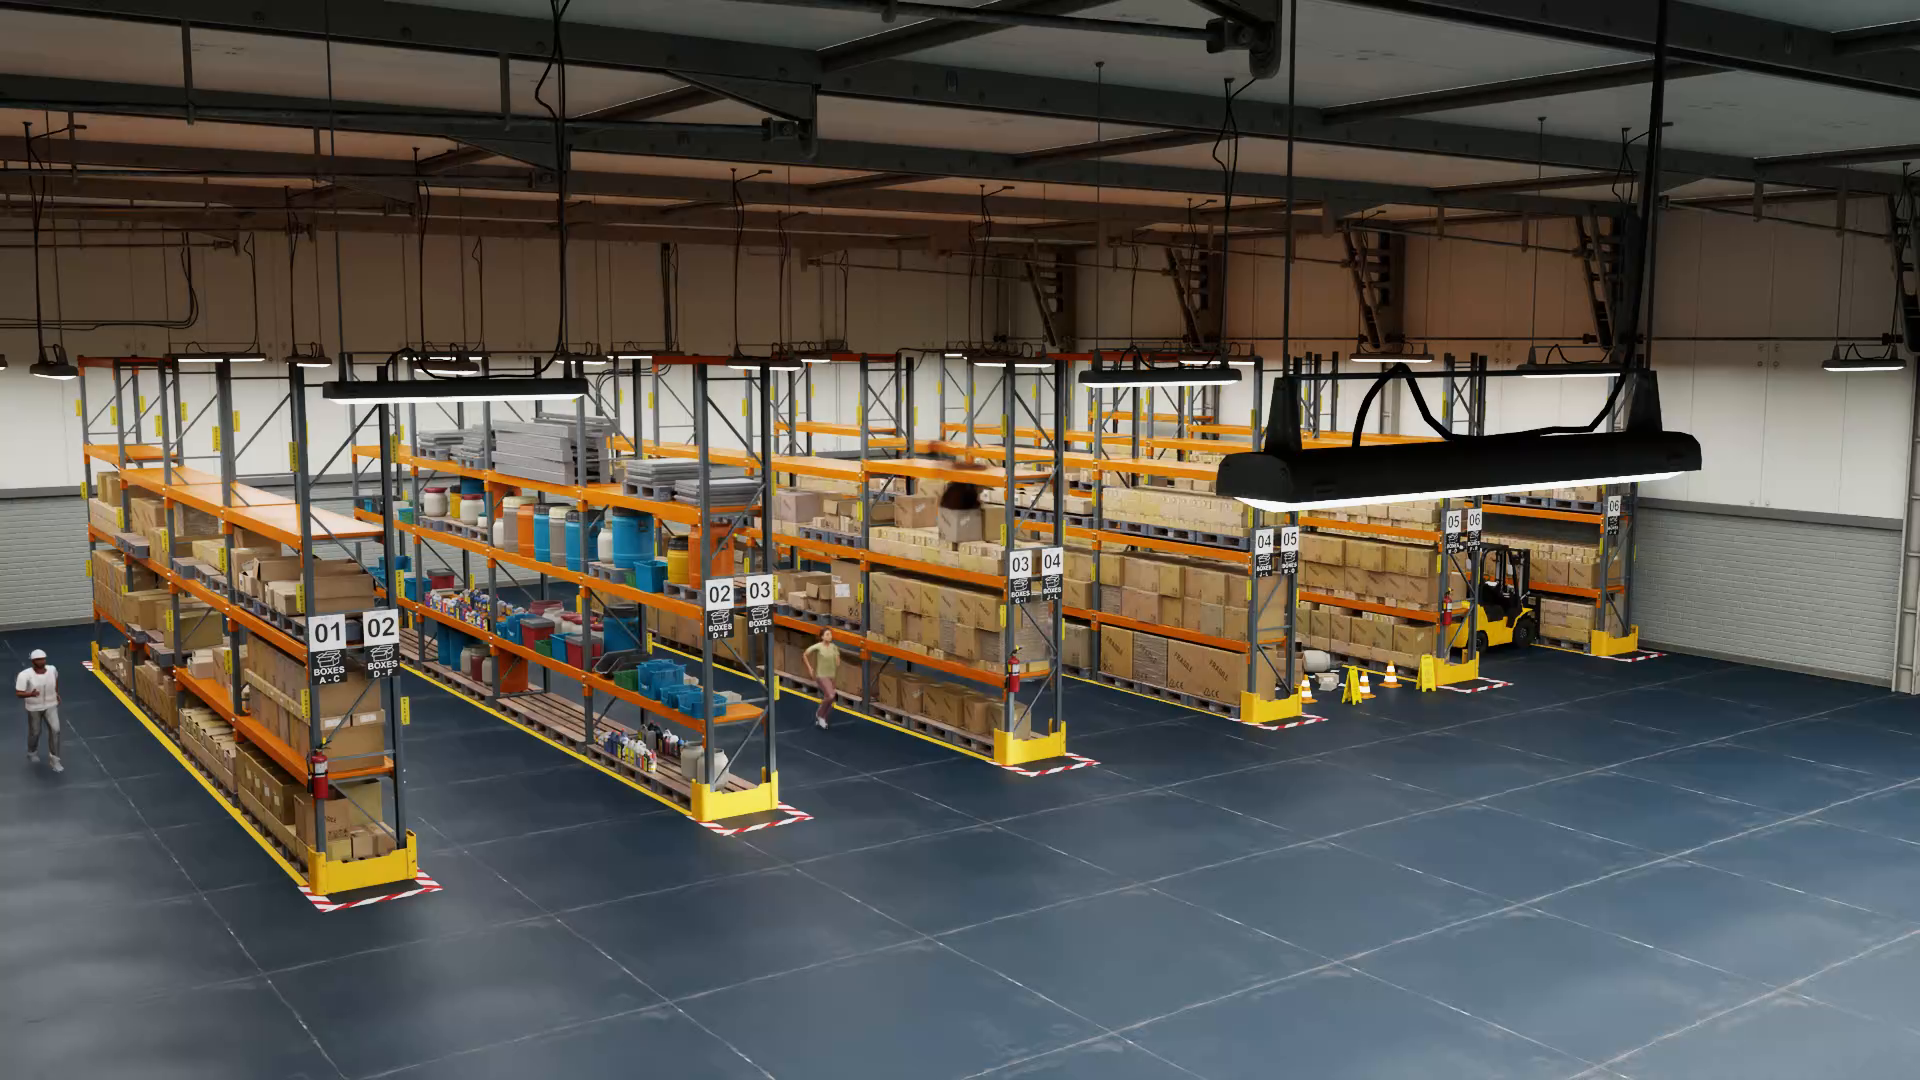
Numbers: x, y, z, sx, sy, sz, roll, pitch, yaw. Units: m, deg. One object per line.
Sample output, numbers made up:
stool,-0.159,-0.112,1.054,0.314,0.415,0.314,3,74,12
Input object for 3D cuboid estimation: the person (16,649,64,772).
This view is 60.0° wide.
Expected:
person,-13.517,2.496,24.449,0.635,1.815,0.841,-7,10,-44

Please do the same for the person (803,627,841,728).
person,-2.164,2.231,26.975,0.565,1.639,0.599,-7,10,-44

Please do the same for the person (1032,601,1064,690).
person,1.553,1.873,30.111,0.557,1.600,0.891,-6,9,-39

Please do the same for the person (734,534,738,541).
person,-5.514,0.646,39.870,0.730,1.696,0.590,-1,7,-7
